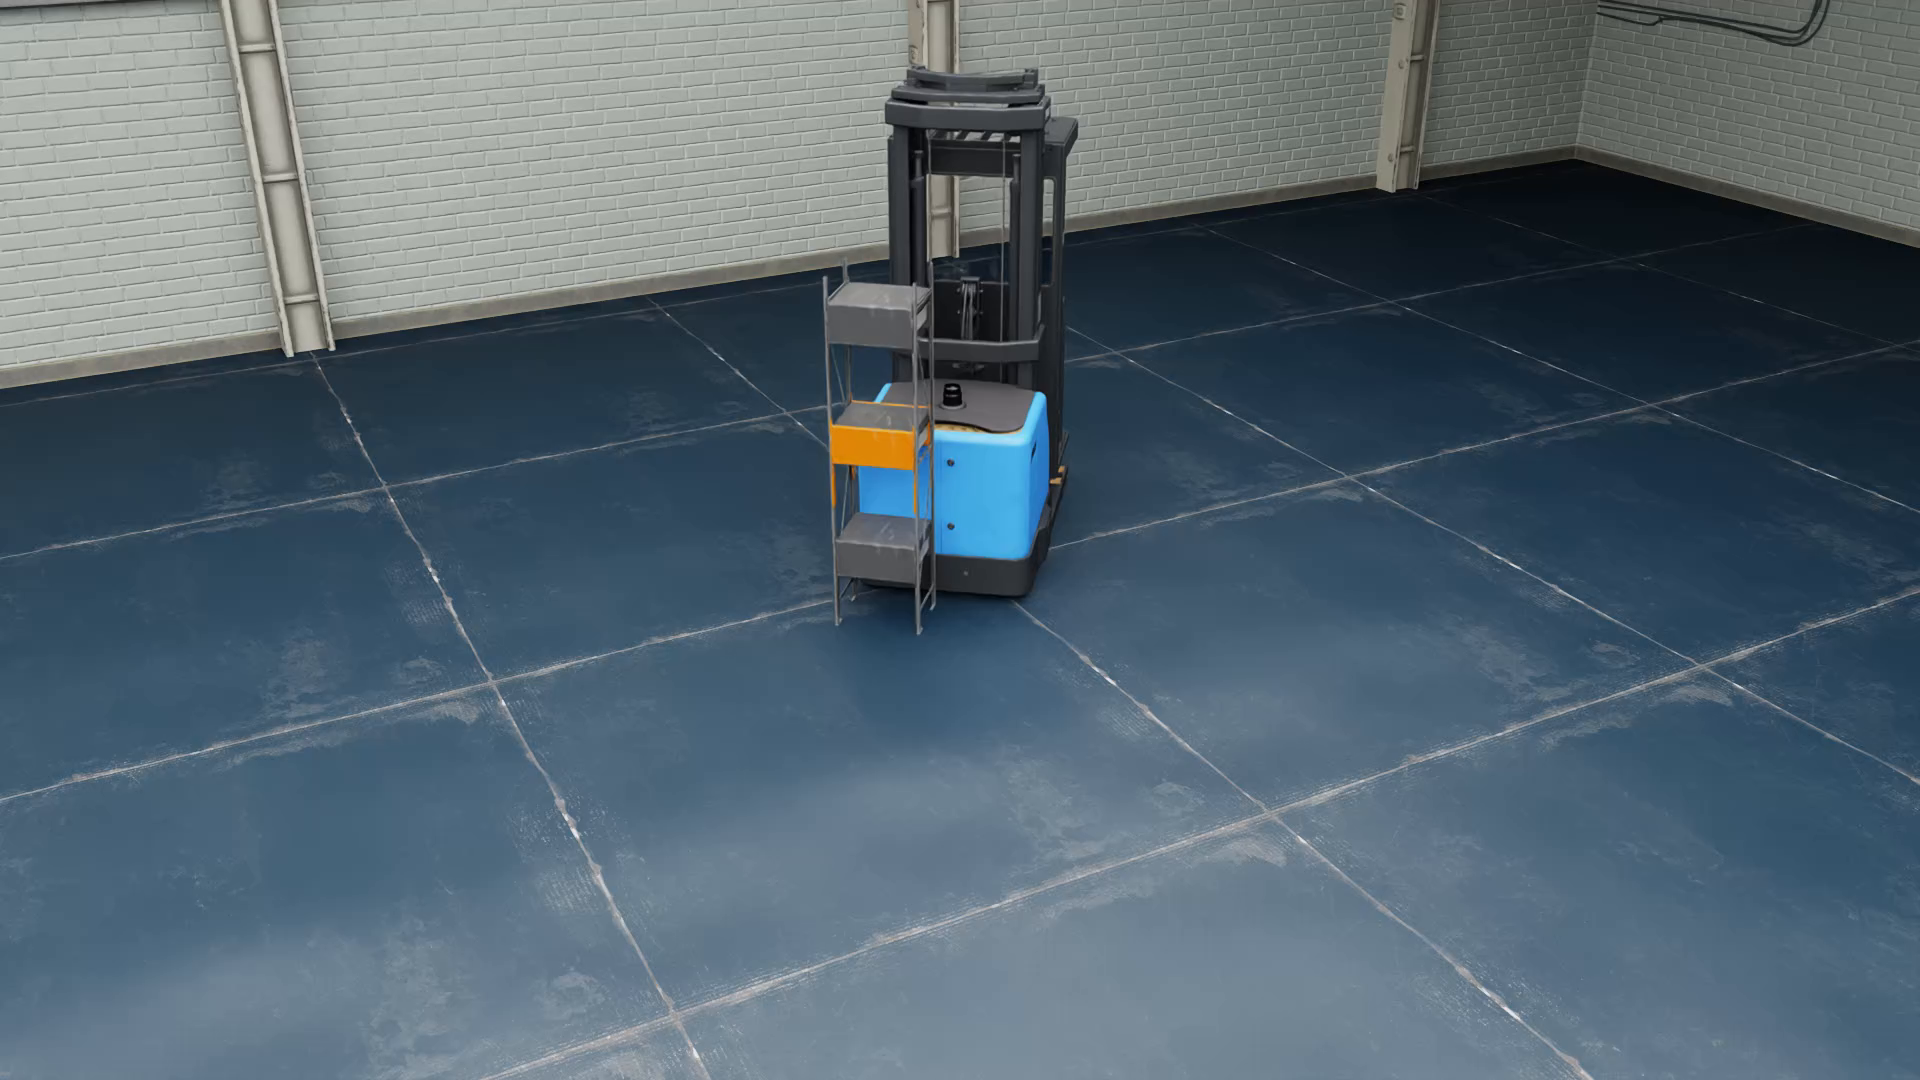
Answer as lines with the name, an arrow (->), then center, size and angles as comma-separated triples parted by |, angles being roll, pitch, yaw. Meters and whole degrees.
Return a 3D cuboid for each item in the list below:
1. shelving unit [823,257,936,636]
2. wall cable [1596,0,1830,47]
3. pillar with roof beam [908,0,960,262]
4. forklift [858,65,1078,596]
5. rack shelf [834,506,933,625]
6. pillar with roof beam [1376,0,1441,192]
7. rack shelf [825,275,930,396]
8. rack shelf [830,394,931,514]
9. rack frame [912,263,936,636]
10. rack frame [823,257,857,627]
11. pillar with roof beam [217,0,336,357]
shelving unit -> -0.435, -0.500, 9.365 | 0.503, 2.100, 0.431 | 6, 26, 12
wall cable -> 8.268, -6.828, 18.163 | 0.112, 2.526, 3.097 | -13, 29, -25
pillar with roof beam -> 1.778, -5.267, 11.323 | 0.400, 9.000, 9.100 | -13, 29, -25
forklift -> 0.144, -1.599, 10.694 | 1.130, 2.935, 3.031 | 4, 26, 9
rack shelf -> -0.435, 0.143, 9.674 | 0.480, 0.518, 0.431 | 6, 26, 12
pillar with roof beam -> 7.072, -6.489, 13.868 | 0.400, 9.000, 9.100 | -13, 29, -25
rack shelf -> -0.436, -1.118, 9.067 | 0.480, 0.518, 0.431 | 6, 26, 12
rack shelf -> -0.435, -0.488, 9.371 | 0.480, 0.518, 0.431 | 6, 26, 12
rack frame -> -0.198, -0.476, 9.315 | 0.015, 2.100, 0.400 | 6, 26, 12
rack frame -> -0.673, -0.524, 9.414 | 0.015, 2.100, 0.400 | 6, 26, 12
pillar with roof beam -> -3.516, -4.045, 8.778 | 0.400, 9.000, 9.100 | -13, 29, -25
